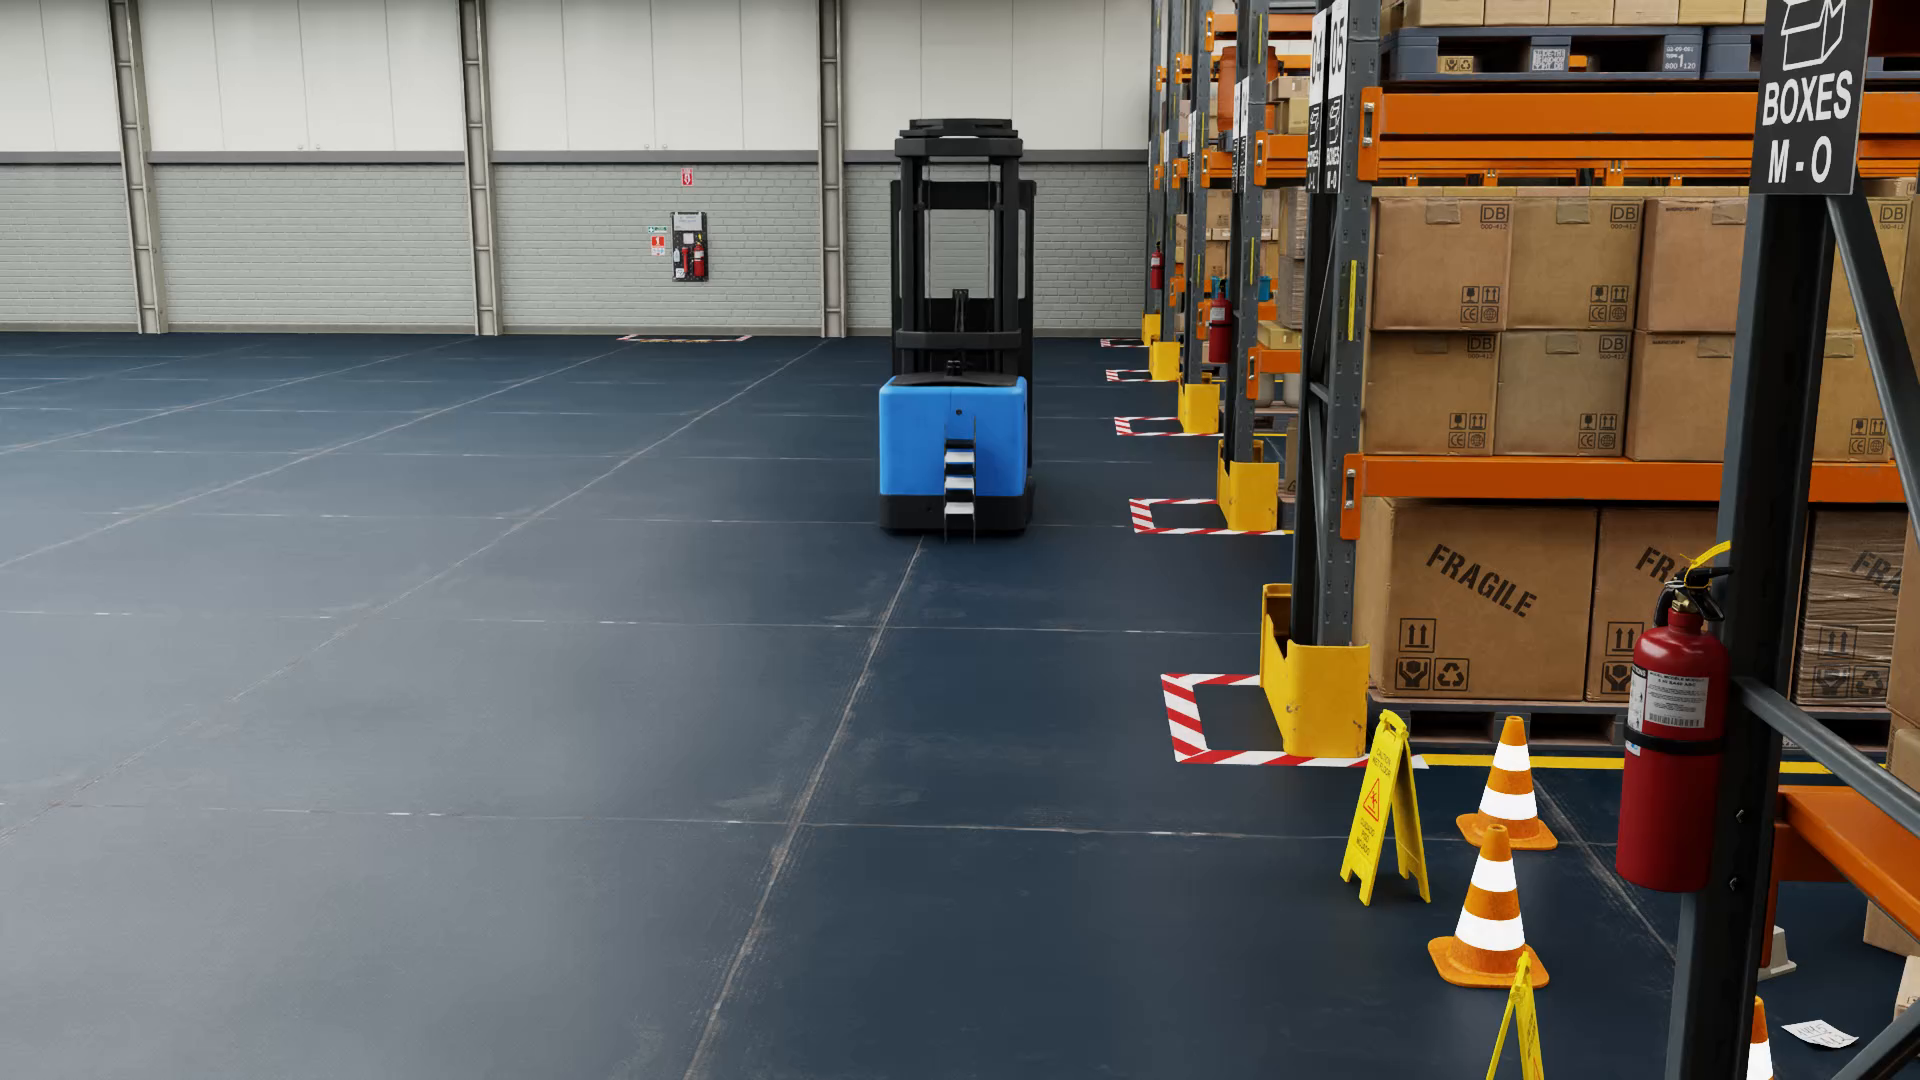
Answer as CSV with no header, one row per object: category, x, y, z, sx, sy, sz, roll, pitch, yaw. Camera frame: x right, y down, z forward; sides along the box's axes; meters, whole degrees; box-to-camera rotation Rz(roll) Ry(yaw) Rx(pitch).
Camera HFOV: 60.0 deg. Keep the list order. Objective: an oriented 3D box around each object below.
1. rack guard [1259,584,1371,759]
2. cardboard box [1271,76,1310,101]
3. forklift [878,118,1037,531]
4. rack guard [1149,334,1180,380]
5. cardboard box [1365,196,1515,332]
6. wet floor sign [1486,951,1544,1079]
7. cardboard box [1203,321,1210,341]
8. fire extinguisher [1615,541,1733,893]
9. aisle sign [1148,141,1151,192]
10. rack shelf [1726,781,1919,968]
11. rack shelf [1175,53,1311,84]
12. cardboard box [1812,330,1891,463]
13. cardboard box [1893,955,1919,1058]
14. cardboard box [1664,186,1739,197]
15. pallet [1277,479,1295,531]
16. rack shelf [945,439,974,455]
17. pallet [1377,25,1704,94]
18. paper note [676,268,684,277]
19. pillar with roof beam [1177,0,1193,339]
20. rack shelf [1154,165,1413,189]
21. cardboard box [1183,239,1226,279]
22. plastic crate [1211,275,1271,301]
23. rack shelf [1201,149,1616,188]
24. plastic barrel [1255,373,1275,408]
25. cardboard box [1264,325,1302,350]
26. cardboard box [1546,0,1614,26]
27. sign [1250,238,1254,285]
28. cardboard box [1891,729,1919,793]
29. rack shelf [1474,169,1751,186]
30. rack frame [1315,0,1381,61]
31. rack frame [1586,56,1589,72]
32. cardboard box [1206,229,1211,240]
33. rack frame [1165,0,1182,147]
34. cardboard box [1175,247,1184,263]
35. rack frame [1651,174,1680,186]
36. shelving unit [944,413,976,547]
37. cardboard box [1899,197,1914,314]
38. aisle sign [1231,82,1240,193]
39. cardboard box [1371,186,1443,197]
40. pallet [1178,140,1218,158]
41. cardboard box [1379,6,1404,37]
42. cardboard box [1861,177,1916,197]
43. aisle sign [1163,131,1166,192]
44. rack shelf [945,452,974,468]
rack guard,1.636,0.584,7.755,0.348,0.500,1.175,1,12,4
cardboard box,2.352,-3.190,11.758,0.250,0.149,0.380,1,12,3
forklift,0.034,-1.750,12.974,1.130,2.935,3.031,1,12,4
rack guard,2.734,-2.452,22.267,0.348,0.500,1.175,1,12,4
cardboard box,2.028,-1.228,7.309,0.550,0.550,0.875,1,12,4
wet floor sign,1.312,1.305,3.955,0.232,0.644,0.267,5,13,23
cardboard box,3.313,-2.955,22.427,0.500,0.500,0.500,1,12,4
fire extinguisher,1.347,0.316,3.122,0.183,0.674,0.296,1,12,4
aisle sign,2.994,-5.899,26.293,0.004,0.787,0.394,1,12,4
rack shelf,3.426,0.753,2.599,4.000,0.370,1.077,1,12,4
rack shelf,4.754,-6.036,21.379,4.000,0.370,1.077,1,12,4
cardboard box,3.666,-0.682,7.334,0.500,0.550,0.875,1,12,4
cardboard box,2.873,1.374,4.835,0.250,0.149,0.380,8,14,33
cardboard box,5.117,-2.237,11.722,0.500,0.500,0.500,1,12,4
pallet,2.977,-0.267,12.528,1.213,0.211,1.003,1,12,4
rack shelf,0.000,-0.647,11.509,0.200,0.077,0.258,1,12,3
pallet,2.401,-2.056,7.161,1.213,0.211,1.003,1,12,4
paper note,-4.780,-4.563,28.407,0.142,0.148,0.016,1,12,4
pillar with roof beam,3.554,-6.911,22.828,0.400,9.000,9.100,1,12,4
rack shelf,5.081,-5.776,26.483,4.000,0.370,1.077,1,12,4
cardboard box,3.223,-3.715,21.956,0.500,0.500,0.700,1,12,4
plastic crate,2.943,-2.644,17.447,0.616,0.251,0.499,1,12,4
rack shelf,4.419,-3.752,16.808,4.000,0.370,1.077,1,12,4
plastic barrel,3.085,-1.657,17.415,0.421,0.512,0.421,0,12,0
cardboard box,2.361,-1.475,12.109,0.250,0.149,0.380,1,12,4
cardboard box,2.485,-2.162,6.794,0.250,0.149,0.380,1,12,4
sign,2.057,-1.964,11.716,0.005,0.325,0.100,1,12,4
cardboard box,1.818,0.458,2.867,0.250,0.149,0.380,1,12,6
rack shelf,8.745,-4.709,21.383,4.000,0.370,1.077,1,12,4
rack frame,1.660,-3.576,6.883,0.127,3.000,1.000,1,12,4
rack frame,6.415,-5.545,16.296,0.127,3.000,1.000,1,12,4
cardboard box,3.136,-3.992,21.697,0.250,0.149,0.380,1,12,3
rack frame,2.758,-6.611,21.395,0.127,3.000,1.000,1,12,4
cardboard box,3.551,-4.552,26.519,0.500,0.250,0.500,0,12,2
rack frame,11.068,-4.577,26.324,0.127,3.000,1.000,1,12,4
shelving unit,0.000,-0.416,11.557,0.210,0.900,0.258,1,12,3
cardboard box,4.200,-1.218,7.260,0.550,0.550,0.875,1,12,4
aisle sign,2.051,-2.986,12.366,0.004,0.787,0.394,1,12,4
cardboard box,3.122,-2.263,11.850,0.500,0.500,0.500,1,12,4
pallet,3.462,-5.085,21.640,1.213,0.211,1.003,1,12,4
cardboard box,2.015,-2.304,7.472,0.250,0.149,0.380,1,12,4
cardboard box,6.867,-2.056,11.780,1.000,1.000,1.000,1,12,4
aisle sign,2.712,-5.008,22.034,0.004,0.787,0.394,1,12,4
rack shelf,0.000,-0.559,11.527,0.200,0.077,0.258,1,12,3
